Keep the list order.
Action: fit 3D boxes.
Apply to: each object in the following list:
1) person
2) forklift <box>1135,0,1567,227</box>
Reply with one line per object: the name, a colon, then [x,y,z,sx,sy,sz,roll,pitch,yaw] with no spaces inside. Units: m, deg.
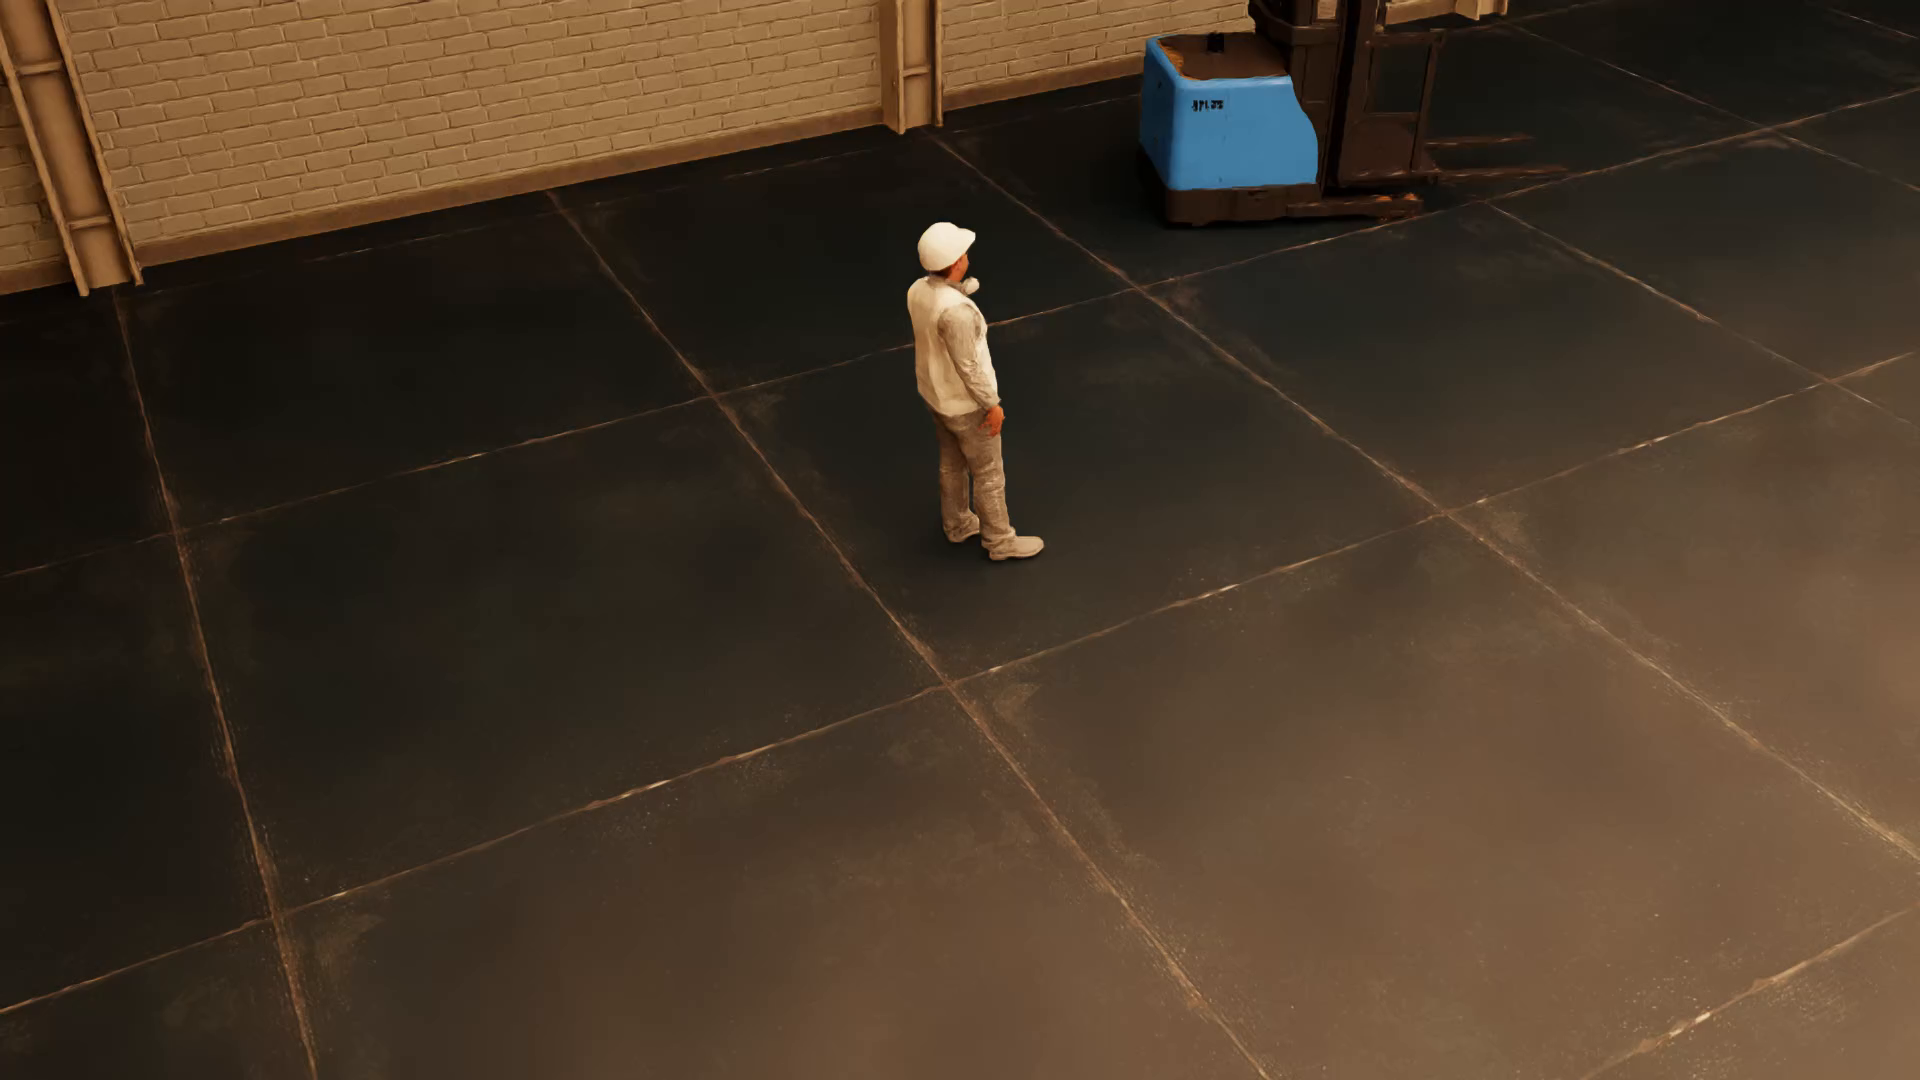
person: [0.059,-0.743,8.164,0.567,1.773,0.632,-17,39,-23]
forklift: [2.873,-3.782,11.473,3.031,2.935,1.130,-5,36,-7]
